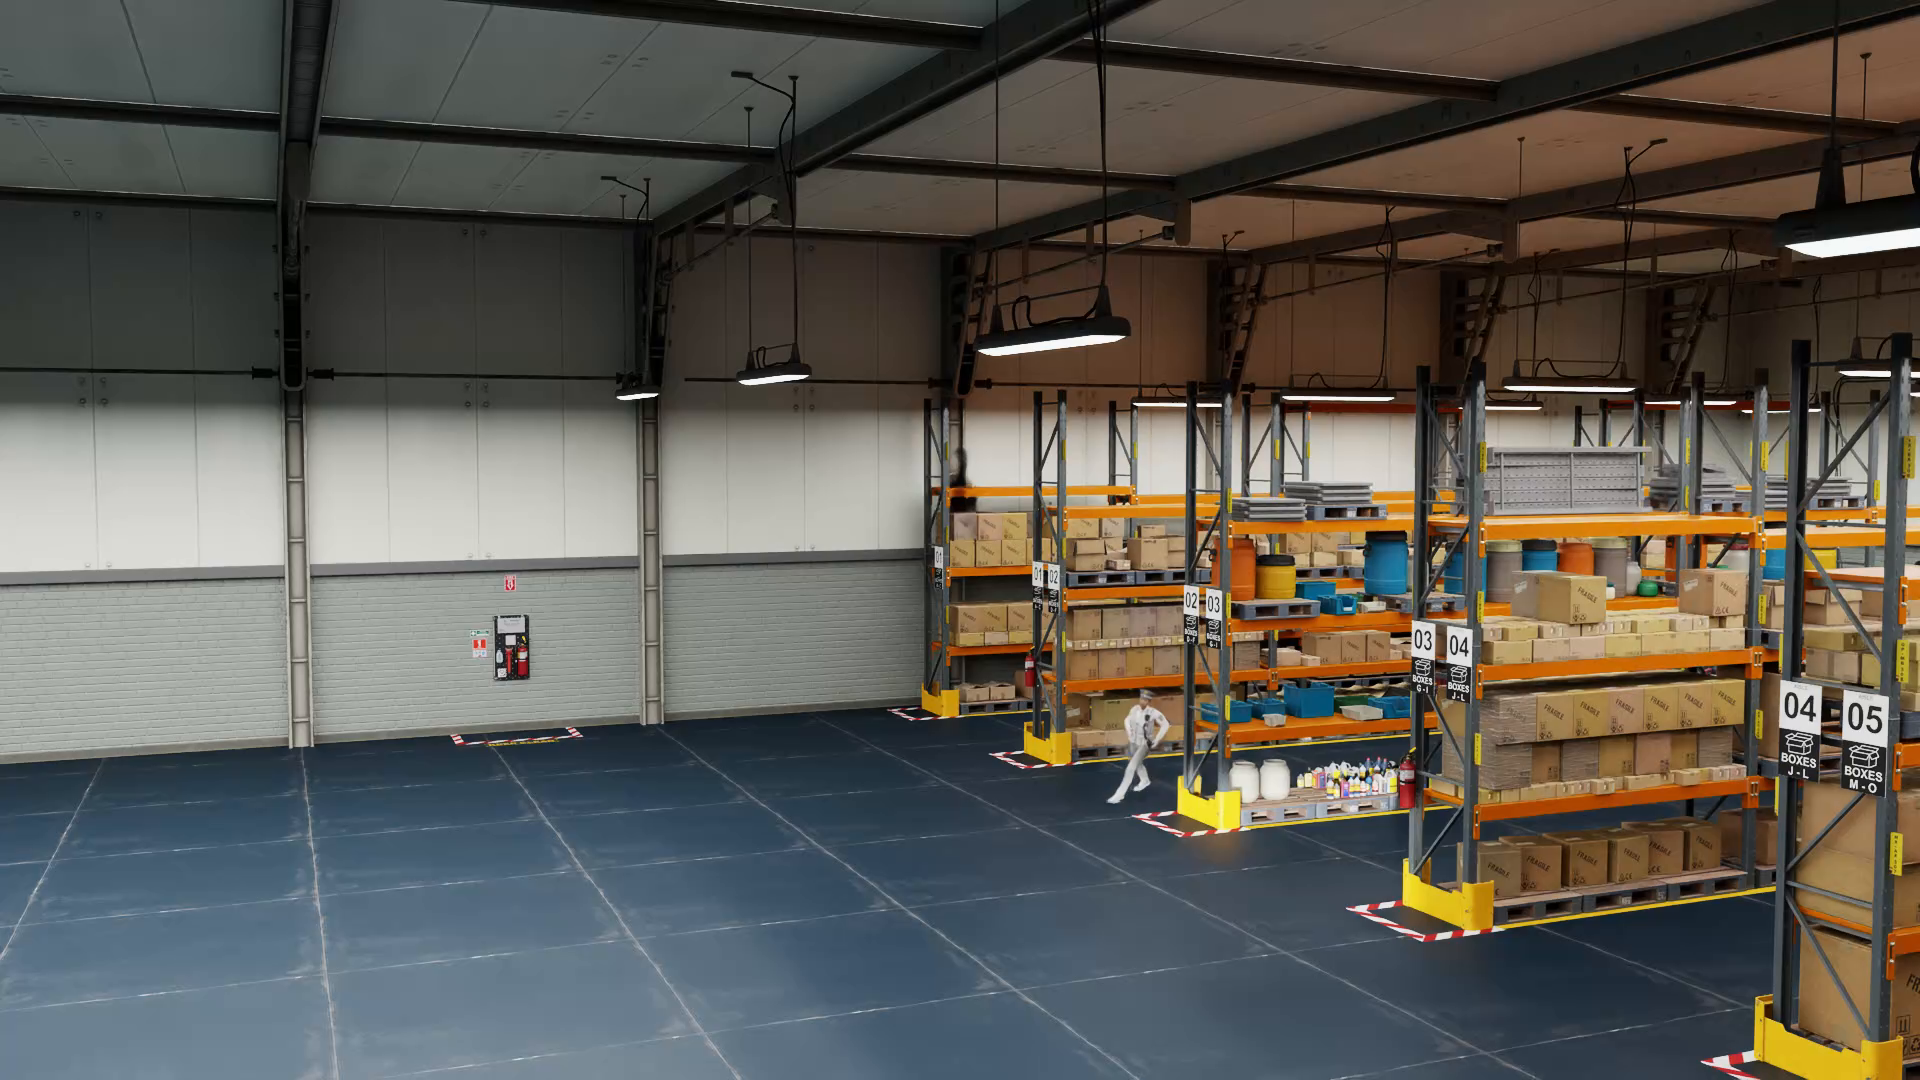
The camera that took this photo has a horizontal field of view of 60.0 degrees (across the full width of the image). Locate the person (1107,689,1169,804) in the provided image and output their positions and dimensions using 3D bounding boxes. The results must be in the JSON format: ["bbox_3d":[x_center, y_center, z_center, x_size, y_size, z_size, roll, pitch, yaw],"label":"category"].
[{"bbox_3d":[2.614,2.941,23.900,0.720,1.643,0.946,3,5,43],"label":"person"}]
